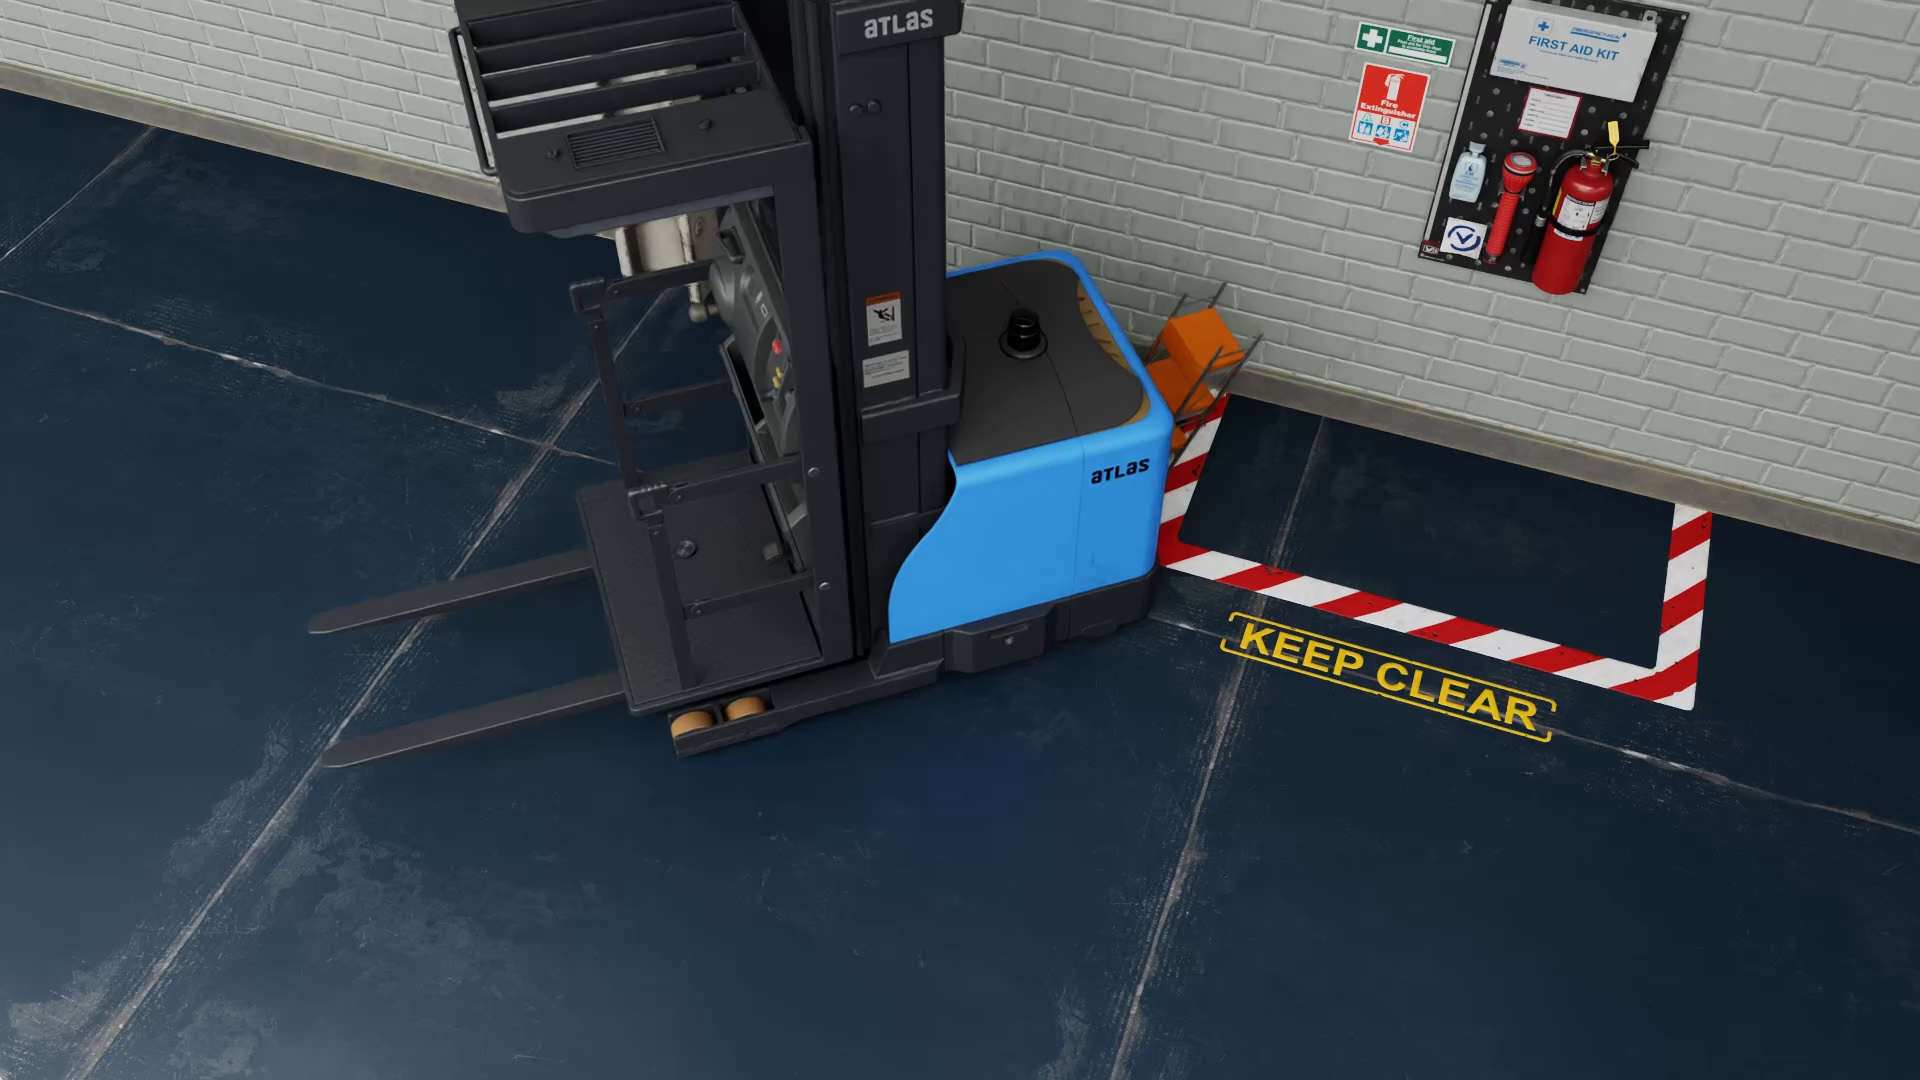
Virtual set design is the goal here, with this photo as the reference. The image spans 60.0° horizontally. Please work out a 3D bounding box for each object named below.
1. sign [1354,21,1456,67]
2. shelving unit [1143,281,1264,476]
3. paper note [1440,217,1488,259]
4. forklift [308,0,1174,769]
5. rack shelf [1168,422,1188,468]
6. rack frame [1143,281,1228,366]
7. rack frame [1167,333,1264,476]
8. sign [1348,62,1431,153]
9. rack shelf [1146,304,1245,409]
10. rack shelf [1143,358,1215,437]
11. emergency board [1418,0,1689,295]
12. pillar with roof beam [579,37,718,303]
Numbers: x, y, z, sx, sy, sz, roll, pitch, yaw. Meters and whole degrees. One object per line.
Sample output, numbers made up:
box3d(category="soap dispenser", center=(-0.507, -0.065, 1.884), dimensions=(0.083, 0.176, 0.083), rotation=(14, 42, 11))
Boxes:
box3d(category="sign", center=(1.534, -1.711, 5.740), dimensions=(0.331, 0.109, 0.001), rotation=(16, 51, 13))
box3d(category="shelving unit", center=(0.802, -0.540, 6.354), dimensions=(0.215, 1.050, 0.252), rotation=(-19, 67, -26))
box3d(category="paper note", center=(1.873, -1.122, 6.187), dimensions=(0.142, 0.148, 0.016), rotation=(16, 51, 13))
box3d(category="forklift", center=(-0.839, -0.645, 5.236), dimensions=(3.031, 2.935, 1.130), rotation=(-14, 51, -12))
box3d(category="rack shelf", center=(0.727, -0.395, 6.592), dimensions=(0.215, 0.259, 0.240), rotation=(-19, 67, -26))
box3d(category="rack frame", center=(0.745, -0.639, 6.396), dimensions=(0.200, 1.050, 0.008), rotation=(-19, 67, -26))
box3d(category="rack frame", center=(0.859, -0.441, 6.311), dimensions=(0.200, 1.050, 0.008), rotation=(-19, 67, -26))
box3d(category="sign", center=(1.533, -1.545, 5.947), dimensions=(0.234, 0.329, 0.001), rotation=(16, 51, 13))
box3d(category="rack shelf", center=(0.873, -0.677, 6.129), dimensions=(0.215, 0.259, 0.240), rotation=(-19, 67, -26))
box3d(category="rack shelf", center=(0.799, -0.535, 6.363), dimensions=(0.215, 0.259, 0.240), rotation=(-19, 67, -26))
box3d(category="emergency board", center=(2.016, -1.315, 5.772), dimensions=(0.643, 1.169, 0.194), rotation=(16, 51, 13))
box3d(category="pillar with roof beam", center=(-2.800, -1.126, 1.637), dimensions=(0.400, 9.000, 9.100), rotation=(16, 51, 13))
